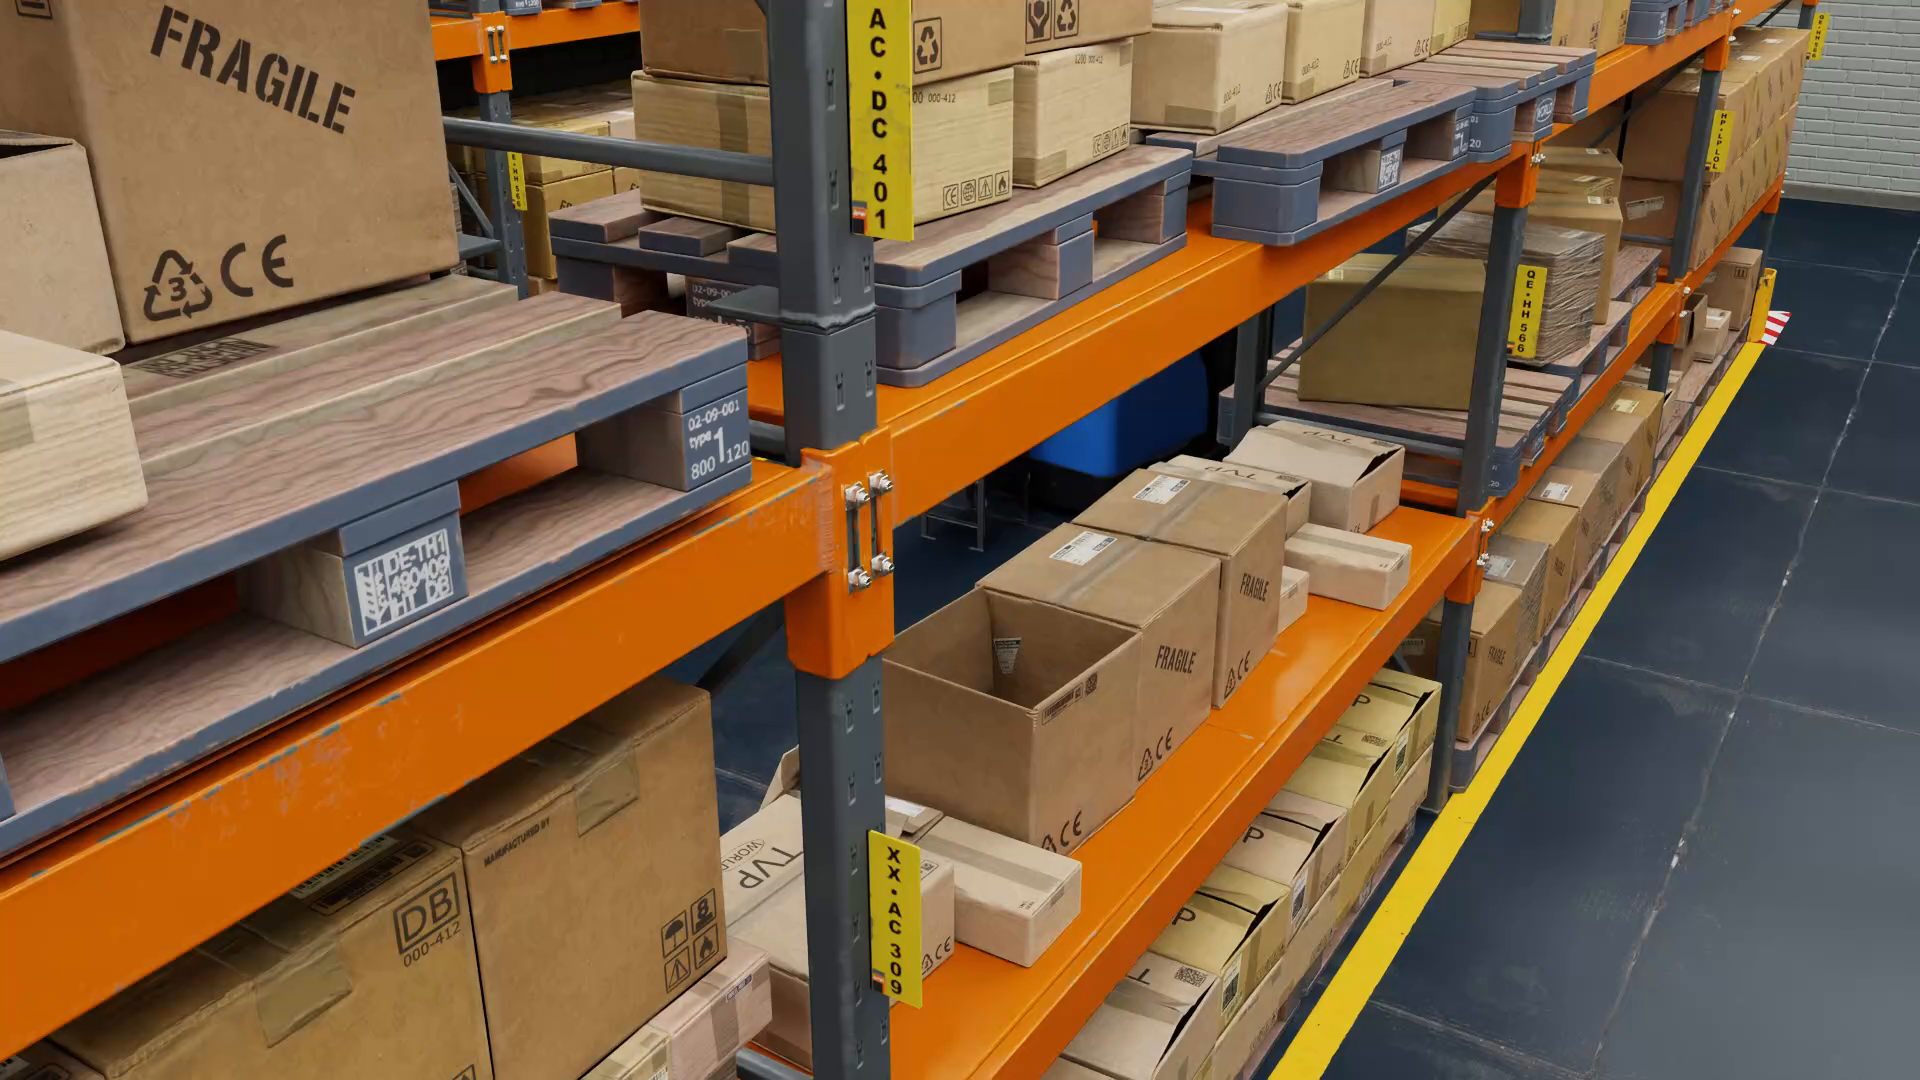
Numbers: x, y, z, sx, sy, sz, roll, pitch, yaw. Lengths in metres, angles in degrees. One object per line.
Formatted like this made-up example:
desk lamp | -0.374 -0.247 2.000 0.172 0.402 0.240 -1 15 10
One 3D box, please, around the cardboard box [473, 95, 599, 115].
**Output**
cardboard box | -2.386 -2.345 9.421 0.500 0.250 0.500 13 27 27

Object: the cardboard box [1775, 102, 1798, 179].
cardboard box | 5.744 -2.928 12.113 0.500 0.500 0.500 15 27 31

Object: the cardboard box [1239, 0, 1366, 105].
cardboard box | 0.765 -1.355 4.488 0.500 0.250 0.500 13 27 28

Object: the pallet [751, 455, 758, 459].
pallet | -1.557 -0.808 10.851 1.003 0.211 1.213 14 27 29

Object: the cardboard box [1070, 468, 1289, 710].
cardboard box | 0.658 0.133 5.041 0.500 0.500 0.500 12 26 26

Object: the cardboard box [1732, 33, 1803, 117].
cardboard box | 5.482 -3.217 11.521 0.500 0.500 0.500 15 27 30

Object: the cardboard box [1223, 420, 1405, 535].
cardboard box | 1.300 -0.236 6.132 0.500 0.311 0.500 16 28 32

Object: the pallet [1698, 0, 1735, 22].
pallet | 3.236 -2.826 8.462 1.213 0.211 1.003 14 27 29

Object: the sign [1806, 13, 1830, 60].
sign | 6.210 -3.644 12.037 0.100 0.325 0.005 14 27 29

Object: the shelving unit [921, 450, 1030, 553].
shelving unit | 0.087 -1.019 8.962 0.431 2.100 0.503 14 27 29

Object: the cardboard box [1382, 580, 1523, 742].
cardboard box | 2.012 0.461 7.002 0.500 0.500 0.500 15 28 31

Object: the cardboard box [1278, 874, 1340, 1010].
cardboard box | 0.922 1.251 5.517 0.500 0.250 0.500 15 27 30

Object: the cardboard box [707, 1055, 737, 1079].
cardboard box | -0.809 1.065 2.889 0.700 0.500 0.500 13 27 28

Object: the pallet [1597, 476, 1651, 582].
pallet | 3.242 -0.179 9.397 1.003 0.211 1.213 14 27 29

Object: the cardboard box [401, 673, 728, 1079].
cardboard box | -0.809 0.469 2.632 0.700 0.500 0.500 14 27 29

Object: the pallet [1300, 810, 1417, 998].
pallet | 1.062 1.159 6.308 1.003 0.211 1.213 14 27 29

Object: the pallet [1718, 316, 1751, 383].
pallet | 5.290 -1.516 12.487 1.003 0.211 1.213 14 27 29

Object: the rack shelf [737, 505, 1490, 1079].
rack shelf | 0.475 0.614 4.960 1.077 0.370 4.000 14 27 29

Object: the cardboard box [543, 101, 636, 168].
cardboard box | -1.940 -2.244 9.188 0.500 0.250 0.500 13 27 28

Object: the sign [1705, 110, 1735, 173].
sign | 4.113 -2.157 8.999 0.100 0.325 0.005 14 27 29

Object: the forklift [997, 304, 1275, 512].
forklift | 1.370 -1.990 10.157 1.130 2.935 3.031 18 29 35

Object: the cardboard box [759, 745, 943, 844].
cardboard box | -0.273 0.686 4.059 0.396 0.266 0.258 13 27 28

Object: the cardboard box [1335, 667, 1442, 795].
cardboard box | 1.462 0.649 6.201 0.500 0.311 0.500 15 27 30

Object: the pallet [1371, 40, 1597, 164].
pallet | 1.247 -1.433 5.246 1.213 0.211 1.003 15 28 31

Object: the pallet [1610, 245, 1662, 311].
pallet | 3.125 -1.406 8.963 1.003 0.211 1.213 14 27 29

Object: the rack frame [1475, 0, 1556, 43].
rack frame | 1.529 -3.144 5.185 1.000 3.000 0.127 14 27 29

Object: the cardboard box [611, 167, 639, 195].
cardboard box | -1.923 -1.904 9.347 0.500 0.500 0.500 15 28 31

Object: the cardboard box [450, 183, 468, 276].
cardboard box | -2.920 -1.515 8.293 0.700 0.500 0.500 11 26 23

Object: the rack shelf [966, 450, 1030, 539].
rack shelf | 0.087 -0.365 9.245 0.431 0.518 0.480 14 27 29

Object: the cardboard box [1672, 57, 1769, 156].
cardboard box | 4.670 -2.693 10.311 0.500 0.500 0.500 13 27 27

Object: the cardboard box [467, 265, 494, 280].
cardboard box | -2.727 -1.485 9.196 0.380 0.149 0.250 14 27 30

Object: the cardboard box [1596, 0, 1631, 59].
cardboard box | 2.274 -2.315 6.920 0.910 0.500 0.500 14 27 29

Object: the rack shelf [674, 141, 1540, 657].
rack shelf | 0.474 -0.762 4.364 1.077 0.370 4.000 14 27 29

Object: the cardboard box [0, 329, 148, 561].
cardboard box | -0.985 -0.094 1.528 0.380 0.149 0.250 14 27 29

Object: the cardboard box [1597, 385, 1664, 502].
cardboard box | 3.623 -0.569 9.381 0.500 0.500 0.500 14 27 29

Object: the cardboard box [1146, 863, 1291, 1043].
cardboard box | 0.659 1.165 5.010 0.500 0.311 0.500 15 27 30

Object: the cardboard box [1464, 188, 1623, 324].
cardboard box | 2.760 -1.370 7.985 0.700 0.500 0.500 7 24 16

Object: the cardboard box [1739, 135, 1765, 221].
cardboard box | 4.940 -2.415 10.928 0.500 0.500 0.500 13 27 28

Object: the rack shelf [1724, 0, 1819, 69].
rack shelf | 4.694 -3.462 10.602 1.077 0.370 4.000 14 27 29

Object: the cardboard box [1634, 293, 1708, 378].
cardboard box | 4.626 -1.432 11.371 0.797 0.503 0.637 14 27 29

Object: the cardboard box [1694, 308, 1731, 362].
cardboard box | 5.145 -1.481 11.803 0.500 0.250 0.500 14 27 29

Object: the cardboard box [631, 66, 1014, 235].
cardboard box | -0.247 -0.747 3.084 0.500 0.250 0.500 17 29 34

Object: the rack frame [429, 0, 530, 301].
rack frame | -2.681 -1.428 8.772 1.000 3.000 0.127 14 27 29

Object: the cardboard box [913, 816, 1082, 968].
cardboard box | 0.061 0.818 3.900 0.380 0.149 0.250 14 27 29

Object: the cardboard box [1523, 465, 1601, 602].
cardboard box | 2.823 -0.063 8.211 0.500 0.500 0.500 13 27 27

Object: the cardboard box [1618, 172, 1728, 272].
cardboard box | 4.140 -1.902 9.741 0.500 0.500 0.500 15 27 30

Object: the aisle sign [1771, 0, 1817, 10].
aisle sign | 6.046 -4.243 12.002 0.394 0.787 0.004 14 27 29
